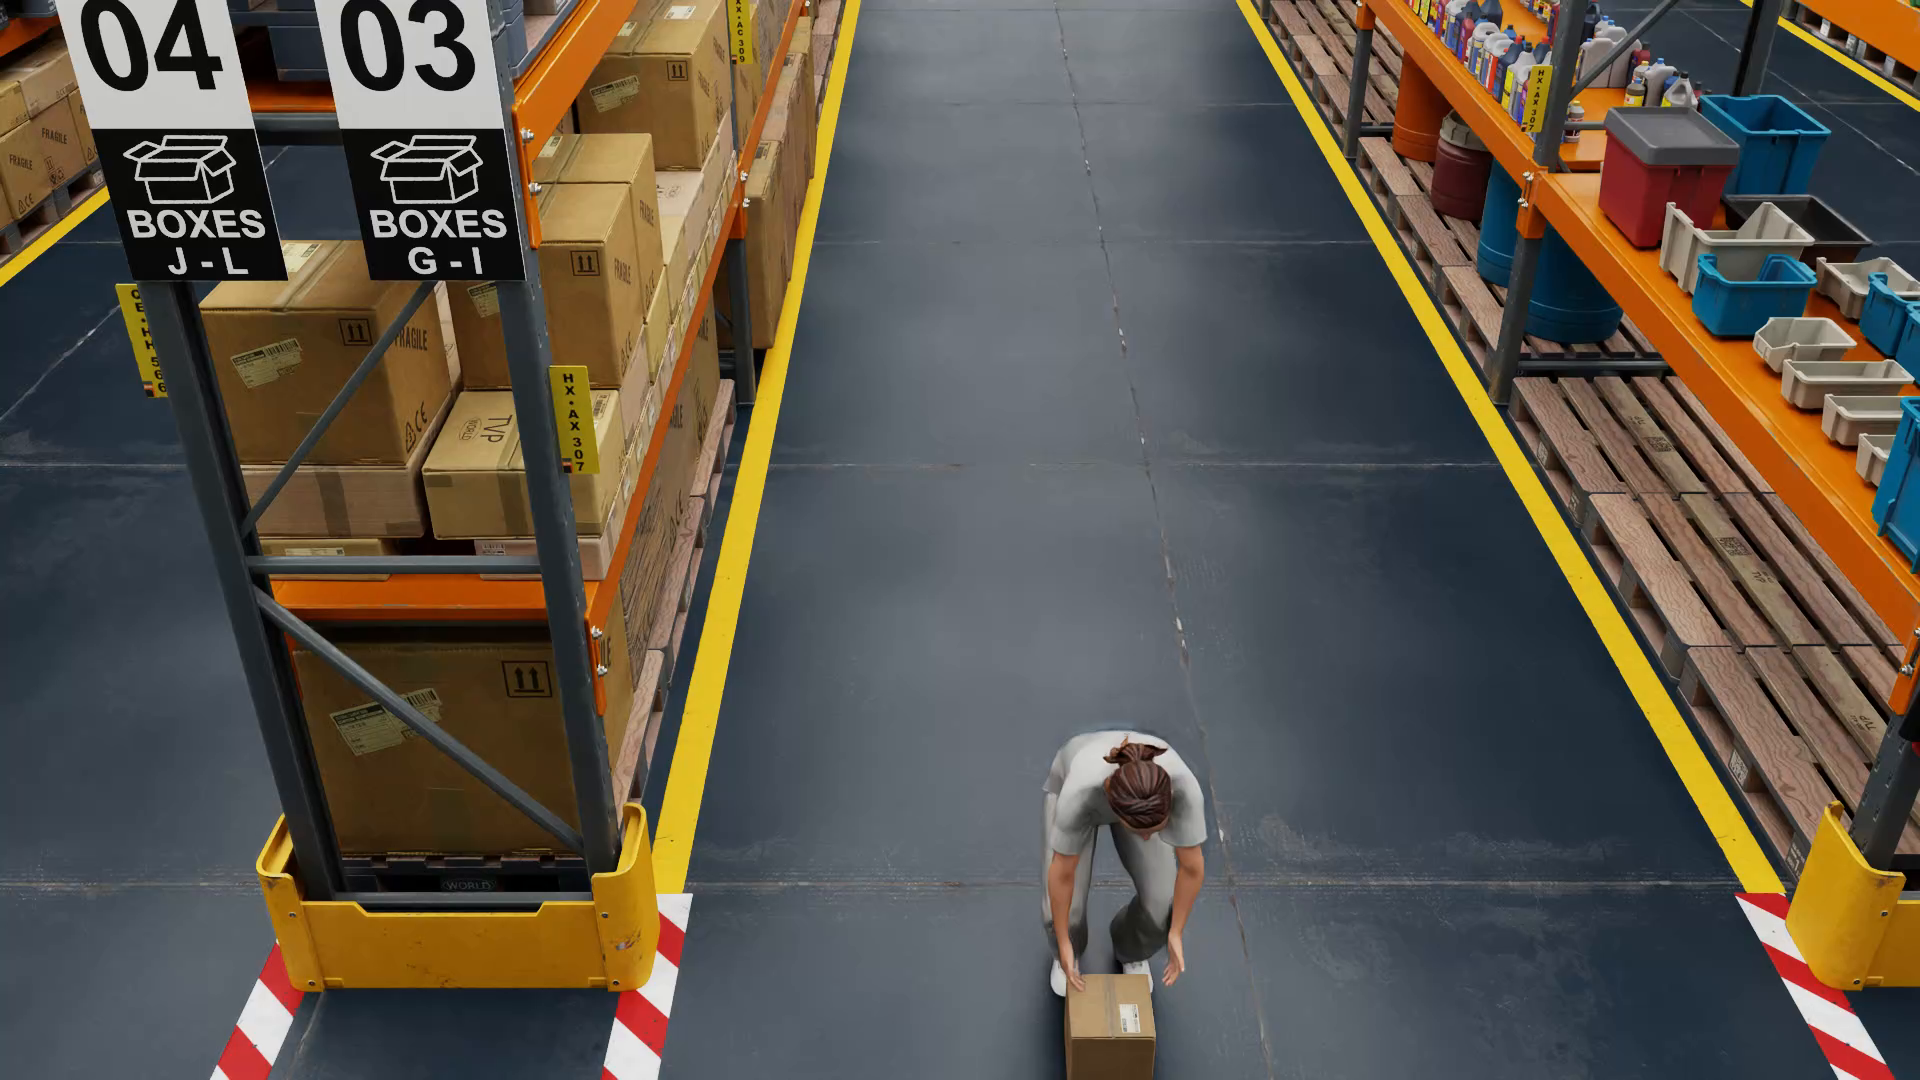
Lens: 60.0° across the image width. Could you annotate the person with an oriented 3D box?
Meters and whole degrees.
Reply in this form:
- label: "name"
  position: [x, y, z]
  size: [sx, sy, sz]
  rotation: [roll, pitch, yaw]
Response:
- label: "person"
  position: [0.492, 0.956, 5.134]
  size: [0.489, 1.102, 0.757]
  rotation: [0, 32, 0]
